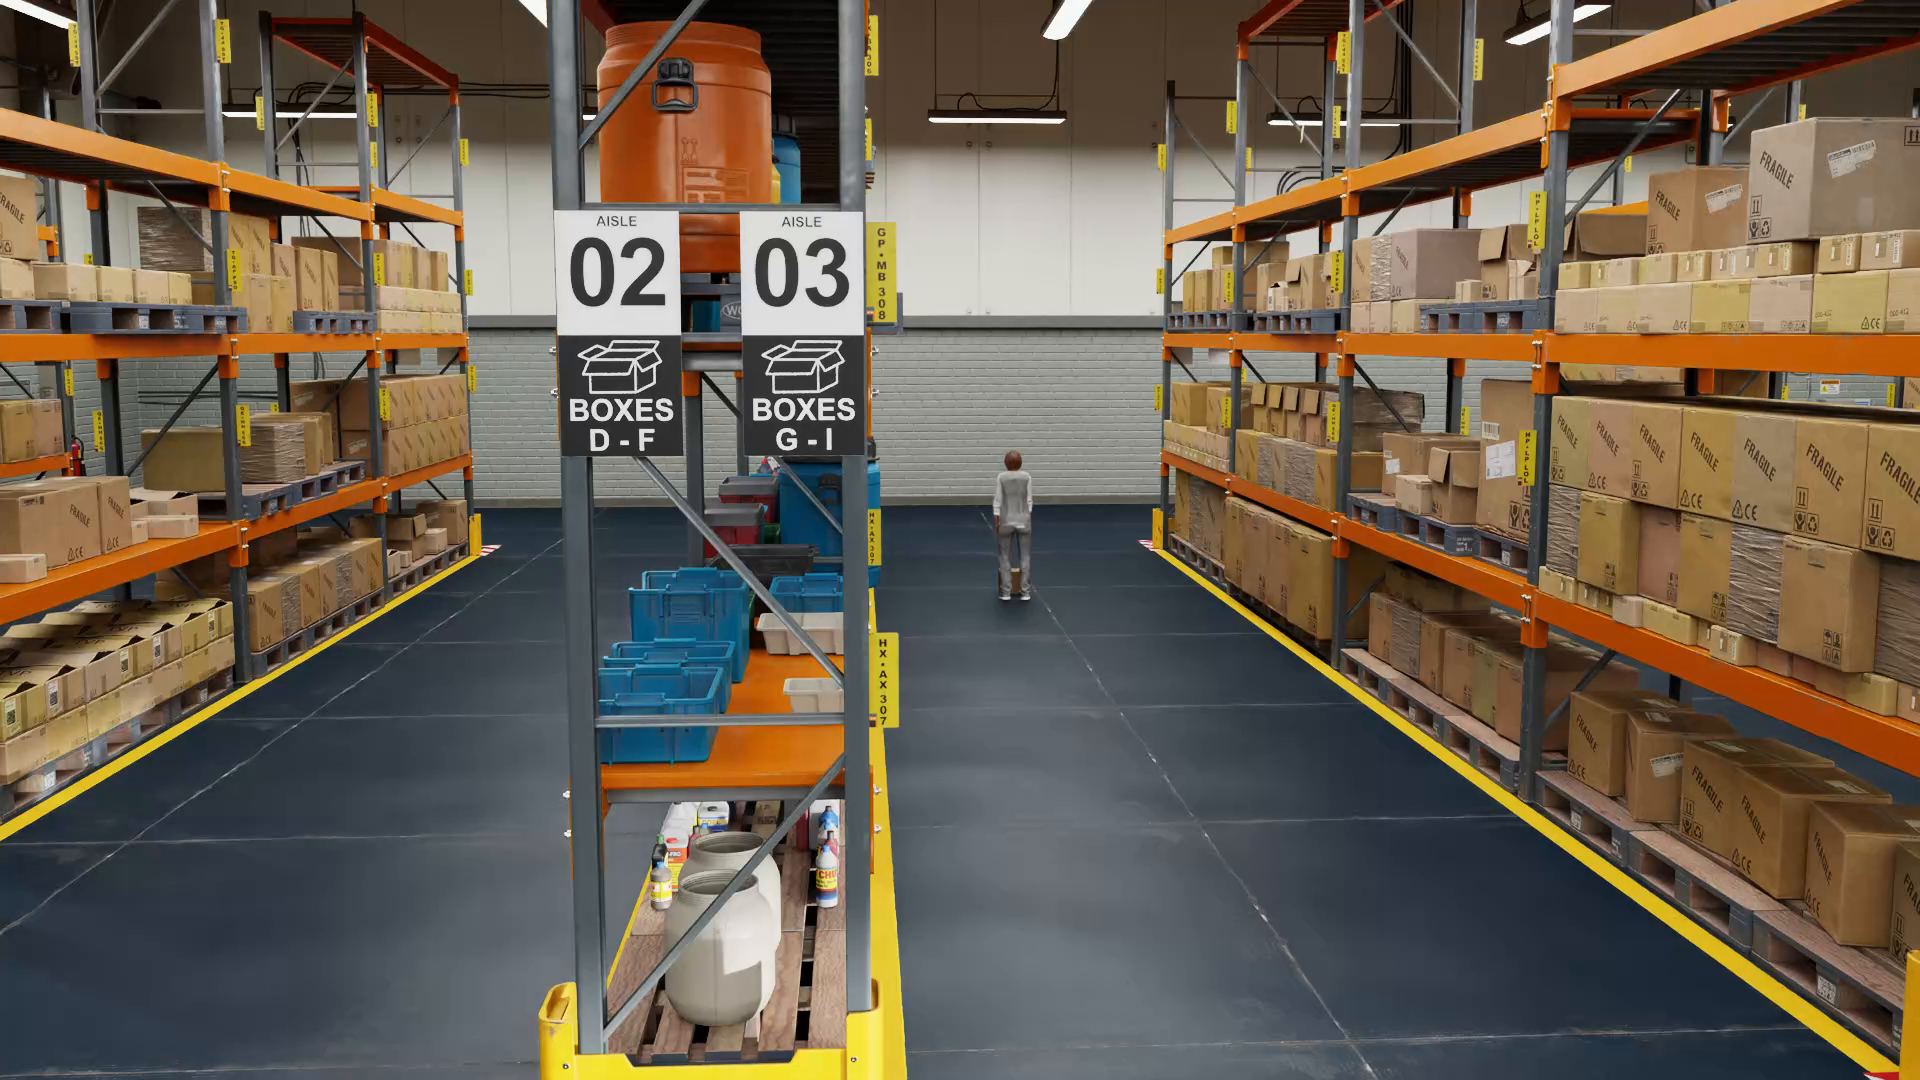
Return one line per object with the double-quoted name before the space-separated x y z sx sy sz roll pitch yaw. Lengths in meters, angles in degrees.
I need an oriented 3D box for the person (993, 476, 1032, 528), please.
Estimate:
"person" 0.557 -0.418 17.517 0.415 0.561 0.280 0 7 -2
